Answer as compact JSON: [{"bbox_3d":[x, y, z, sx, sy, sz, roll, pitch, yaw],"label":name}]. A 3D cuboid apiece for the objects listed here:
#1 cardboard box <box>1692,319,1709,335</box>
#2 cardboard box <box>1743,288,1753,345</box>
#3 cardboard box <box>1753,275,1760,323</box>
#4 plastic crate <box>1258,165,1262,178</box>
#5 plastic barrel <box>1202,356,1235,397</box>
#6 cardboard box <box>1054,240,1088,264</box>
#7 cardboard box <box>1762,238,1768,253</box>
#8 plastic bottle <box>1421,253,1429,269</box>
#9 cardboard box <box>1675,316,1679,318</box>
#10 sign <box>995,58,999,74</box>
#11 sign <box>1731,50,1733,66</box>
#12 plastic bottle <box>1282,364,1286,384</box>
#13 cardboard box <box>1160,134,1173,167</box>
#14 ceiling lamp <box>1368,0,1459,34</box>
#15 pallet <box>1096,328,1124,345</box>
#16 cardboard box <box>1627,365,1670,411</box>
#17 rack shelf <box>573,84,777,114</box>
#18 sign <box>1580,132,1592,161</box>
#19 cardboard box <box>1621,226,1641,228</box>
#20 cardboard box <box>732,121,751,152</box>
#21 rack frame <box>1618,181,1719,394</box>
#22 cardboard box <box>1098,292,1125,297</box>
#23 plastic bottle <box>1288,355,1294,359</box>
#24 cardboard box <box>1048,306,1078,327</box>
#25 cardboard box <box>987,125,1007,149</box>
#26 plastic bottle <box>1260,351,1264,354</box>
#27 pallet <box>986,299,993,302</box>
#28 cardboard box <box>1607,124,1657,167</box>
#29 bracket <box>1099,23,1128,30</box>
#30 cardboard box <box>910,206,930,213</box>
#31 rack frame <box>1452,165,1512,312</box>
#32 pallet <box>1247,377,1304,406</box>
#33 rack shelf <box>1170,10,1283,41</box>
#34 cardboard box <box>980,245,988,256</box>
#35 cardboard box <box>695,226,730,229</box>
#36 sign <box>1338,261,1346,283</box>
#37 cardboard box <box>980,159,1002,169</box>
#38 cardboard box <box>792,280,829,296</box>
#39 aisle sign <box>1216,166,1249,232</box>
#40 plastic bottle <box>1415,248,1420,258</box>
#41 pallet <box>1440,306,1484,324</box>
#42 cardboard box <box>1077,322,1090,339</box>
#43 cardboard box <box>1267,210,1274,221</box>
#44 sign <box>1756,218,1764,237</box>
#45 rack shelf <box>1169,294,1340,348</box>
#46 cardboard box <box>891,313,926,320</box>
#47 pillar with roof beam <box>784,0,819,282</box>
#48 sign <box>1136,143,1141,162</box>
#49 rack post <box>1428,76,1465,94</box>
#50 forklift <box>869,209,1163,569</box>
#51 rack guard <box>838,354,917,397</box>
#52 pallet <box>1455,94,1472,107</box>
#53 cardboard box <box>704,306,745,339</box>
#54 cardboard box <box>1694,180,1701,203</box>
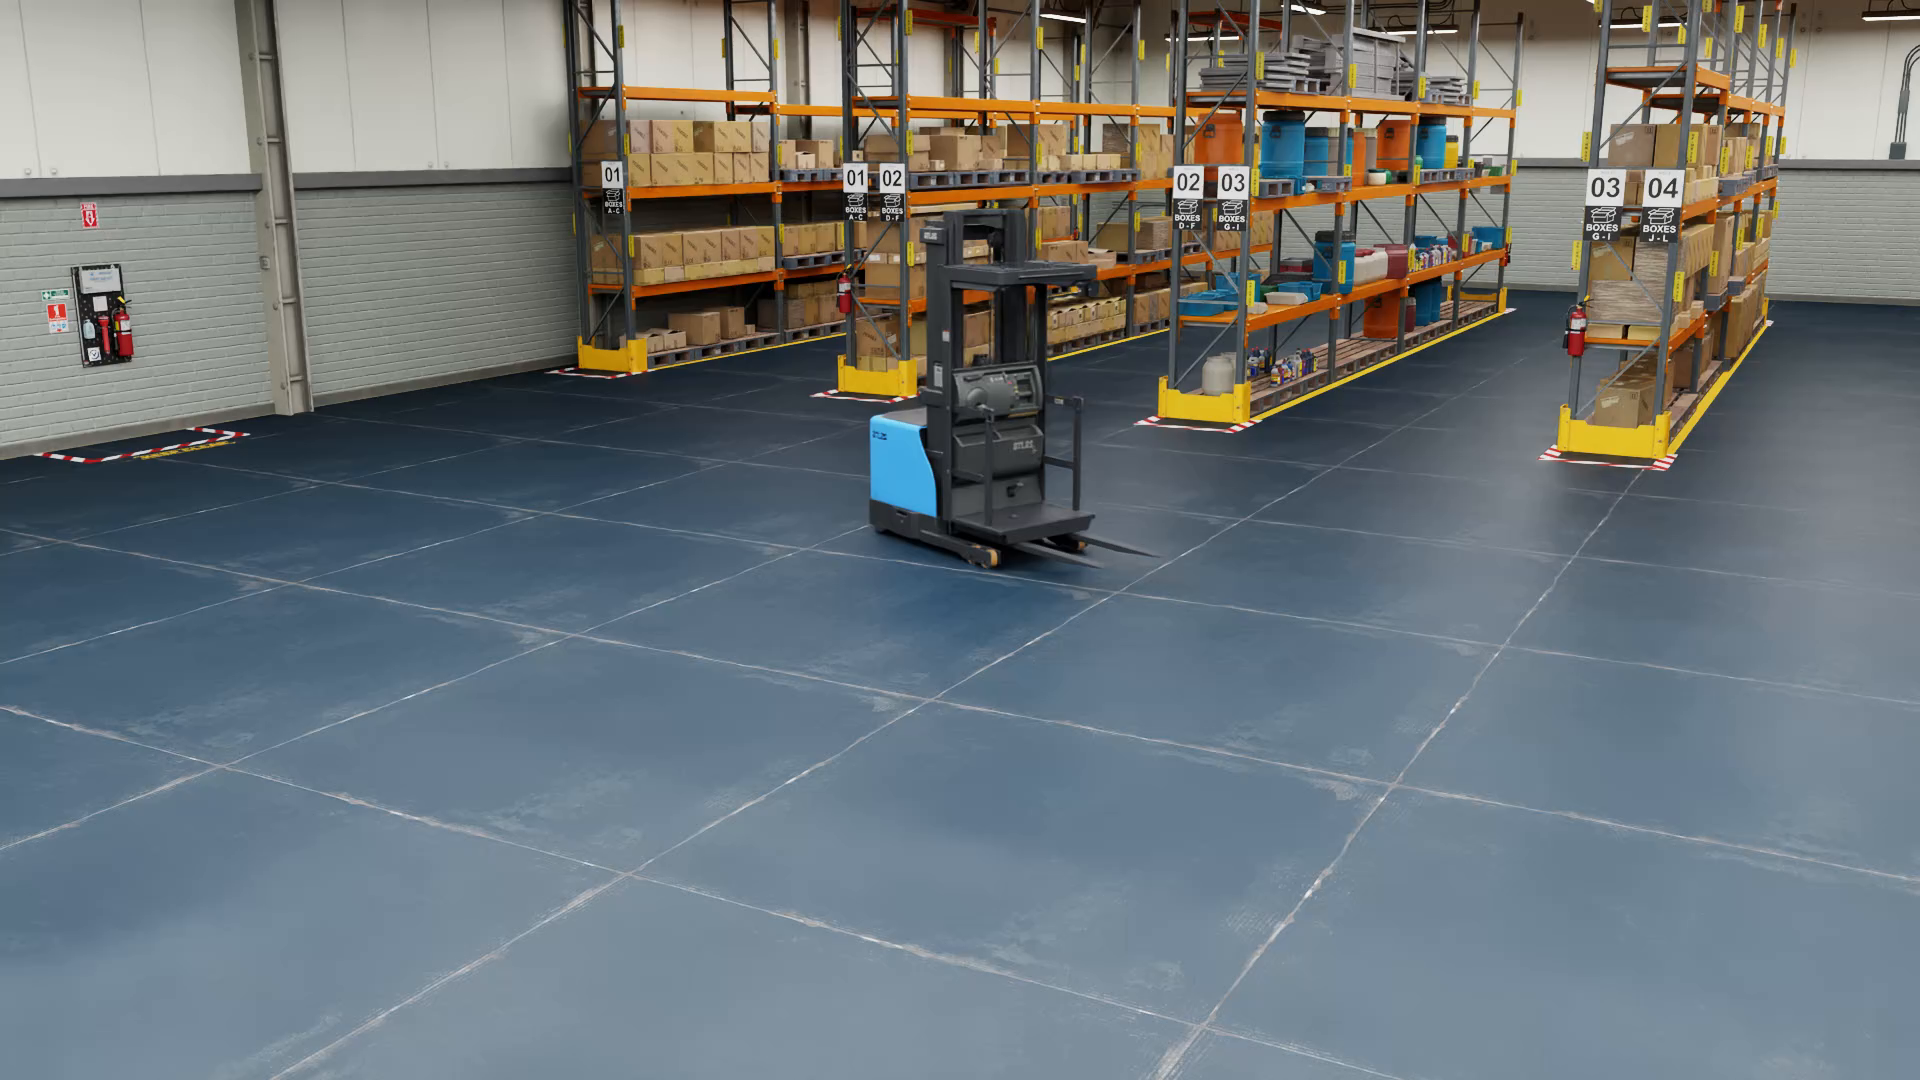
[{"bbox_3d":[10.822,-3.210,24.743,0.500,0.250,0.500,9,16,34],"label":"cardboard box"},{"bbox_3d":[12.577,-3.772,27.919,1.225,0.875,0.875,7,15,26],"label":"cardboard box"},{"bbox_3d":[14.125,-4.400,30.524,0.875,0.875,0.875,7,15,28],"label":"cardboard box"},{"bbox_3d":[3.822,-4.893,22.564,0.392,0.384,0.575,7,15,28],"label":"plastic crate"},{"bbox_3d":[3.415,-2.156,21.988,0.421,0.512,0.421,0,14,0],"label":"plastic barrel"},{"bbox_3d":[1.900,-4.923,28.841,0.500,0.500,0.500,6,15,25],"label":"cardboard box"},{"bbox_3d":[14.986,-5.577,31.452,0.500,0.250,0.500,7,15,27],"label":"cardboard box"},{"bbox_3d":[8.194,-4.935,29.369,0.152,0.276,0.135,7,15,28],"label":"plastic bottle"},{"bbox_3d":[8.444,-2.623,20.049,0.380,0.149,0.250,7,15,28],"label":"cardboard box"},{"bbox_3d":[0.773,-9.952,34.951,0.100,0.325,0.005,7,15,28],"label":"sign"},{"bbox_3d":[14.751,-9.251,31.873,0.100,0.325,0.005,7,15,28],"label":"sign"},{"bbox_3d":[4.479,-2.312,23.106,0.097,0.271,0.097,0,14,0],"label":"plastic bottle"},{"bbox_3d":[3.680,-7.432,31.738,0.600,0.600,0.600,7,15,26],"label":"cardboard box"},{"bbox_3d":[10.050,-12.883,36.815,2.000,3.185,0.800,7,15,28],"label":"ceiling lamp"},{"bbox_3d":[2.265,-3.701,29.933,1.003,0.211,1.213,7,15,28],"label":"pallet"},{"bbox_3d":[8.703,-1.934,21.092,0.500,0.500,0.500,6,15,23],"label":"cardboard box"},{"bbox_3d":[-4.542,-7.115,26.889,1.077,0.370,4.000,7,15,28],"label":"rack shelf"},{"bbox_3d":[7.023,-4.412,18.644,0.100,0.325,0.005,7,15,28],"label":"sign"},{"bbox_3d":[8.510,-3.687,20.947,0.500,0.500,0.500,7,15,28],"label":"cardboard box"},{"bbox_3d":[-3.837,-6.715,27.699,0.500,0.500,0.500,8,16,31],"label":"cardboard box"},{"bbox_3d":[9.433,-3.277,22.226,1.000,3.000,0.127,7,15,28],"label":"rack frame"},{"bbox_3d":[2.943,-4.438,31.436,0.500,0.500,0.500,8,16,30],"label":"cardboard box"},{"bbox_3d":[4.804,-2.535,24.023,0.152,0.276,0.135,7,15,28],"label":"plastic bottle"},{"bbox_3d":[1.677,-3.805,28.191,0.500,0.311,0.500,7,15,26],"label":"cardboard box"},{"bbox_3d":[0.882,-8.719,36.010,0.500,0.500,0.500,7,15,28],"label":"cardboard box"},{"bbox_3d":[4.427,-2.643,24.468,0.152,0.276,0.135,8,16,30],"label":"plastic bottle"},{"bbox_3d":[-0.015,-5.079,35.652,1.003,0.211,1.213,7,15,28],"label":"pallet"},{"bbox_3d":[8.027,-4.697,19.803,0.500,0.500,0.500,7,15,28],"label":"cardboard box"},{"bbox_3d":[4.145,-13.151,42.701,0.076,0.066,3.189,7,15,28],"label":"bracket"},{"bbox_3d":[-0.937,-6.523,33.200,0.500,0.250,0.500,7,15,27],"label":"cardboard box"},{"bbox_3d":[10.898,-6.300,34.766,1.000,3.000,0.127,7,15,28],"label":"rack frame"},{"bbox_3d":[4.147,-2.098,23.286,1.003,0.211,1.213,7,15,28],"label":"pallet"},{"bbox_3d":[5.597,-10.634,34.386,1.077,0.370,4.000,7,15,28],"label":"rack shelf"},{"bbox_3d":[0.204,-4.424,25.385,0.380,0.149,0.250,8,16,30],"label":"cardboard box"},{"bbox_3d":[-4.239,-5.083,28.397,0.500,0.500,0.500,7,15,28],"label":"cardboard box"},{"bbox_3d":[5.574,-3.908,24.253,0.100,0.325,0.005,7,15,28],"label":"sign"},{"bbox_3d":[0.419,-5.730,25.342,0.380,0.149,0.250,7,15,28],"label":"cardboard box"},{"bbox_3d":[-2.776,-4.675,30.818,0.500,0.250,0.500,7,15,26],"label":"cardboard box"},{"bbox_3d":[3.385,-4.233,20.646,0.394,0.787,0.004,7,15,28],"label":"aisle sign"},{"bbox_3d":[8.076,-4.993,29.451,0.144,0.351,0.185,7,15,28],"label":"plastic bottle"},{"bbox_3d":[9.875,-4.530,33.375,1.003,0.211,1.213,7,15,28],"label":"pallet"},{"bbox_3d":[1.918,-3.638,28.693,0.500,0.250,0.500,8,16,29],"label":"cardboard box"},{"bbox_3d":[6.590,-7.274,36.460,0.500,0.500,0.500,7,15,28],"label":"cardboard box"},{"bbox_3d":[13.780,-5.383,28.661,0.100,0.325,0.005,7,15,28],"label":"sign"},{"bbox_3d":[4.130,-3.078,22.936,1.077,0.370,4.000,7,15,28],"label":"rack shelf"},{"bbox_3d":[-0.701,-3.162,25.120,0.500,0.500,0.500,7,15,28],"label":"cardboard box"},{"bbox_3d":[0.741,-8.041,29.187,9.100,9.000,0.548,7,15,28],"label":"pillar with roof beam"},{"bbox_3d":[3.179,-6.904,29.599,0.100,0.325,0.005,7,15,28],"label":"sign"},{"bbox_3d":[8.530,-8.190,29.965,0.937,0.300,0.954,7,15,27],"label":"rack post"},{"bbox_3d":[0.465,-1.313,14.226,1.130,2.935,3.031,-10,17,-37],"label":"forklift"},{"bbox_3d":[-1.182,-2.359,23.753,1.175,0.500,0.348,7,15,28],"label":"rack guard"},{"bbox_3d":[8.592,-7.936,30.009,1.003,0.211,1.213,7,15,28],"label":"pallet"},{"bbox_3d":[-4.042,-3.742,28.549,0.500,0.500,0.500,6,15,24],"label":"cardboard box"},{"bbox_3d":[8.445,-4.119,19.638,0.500,0.250,0.500,7,15,28],"label":"cardboard box"}]
